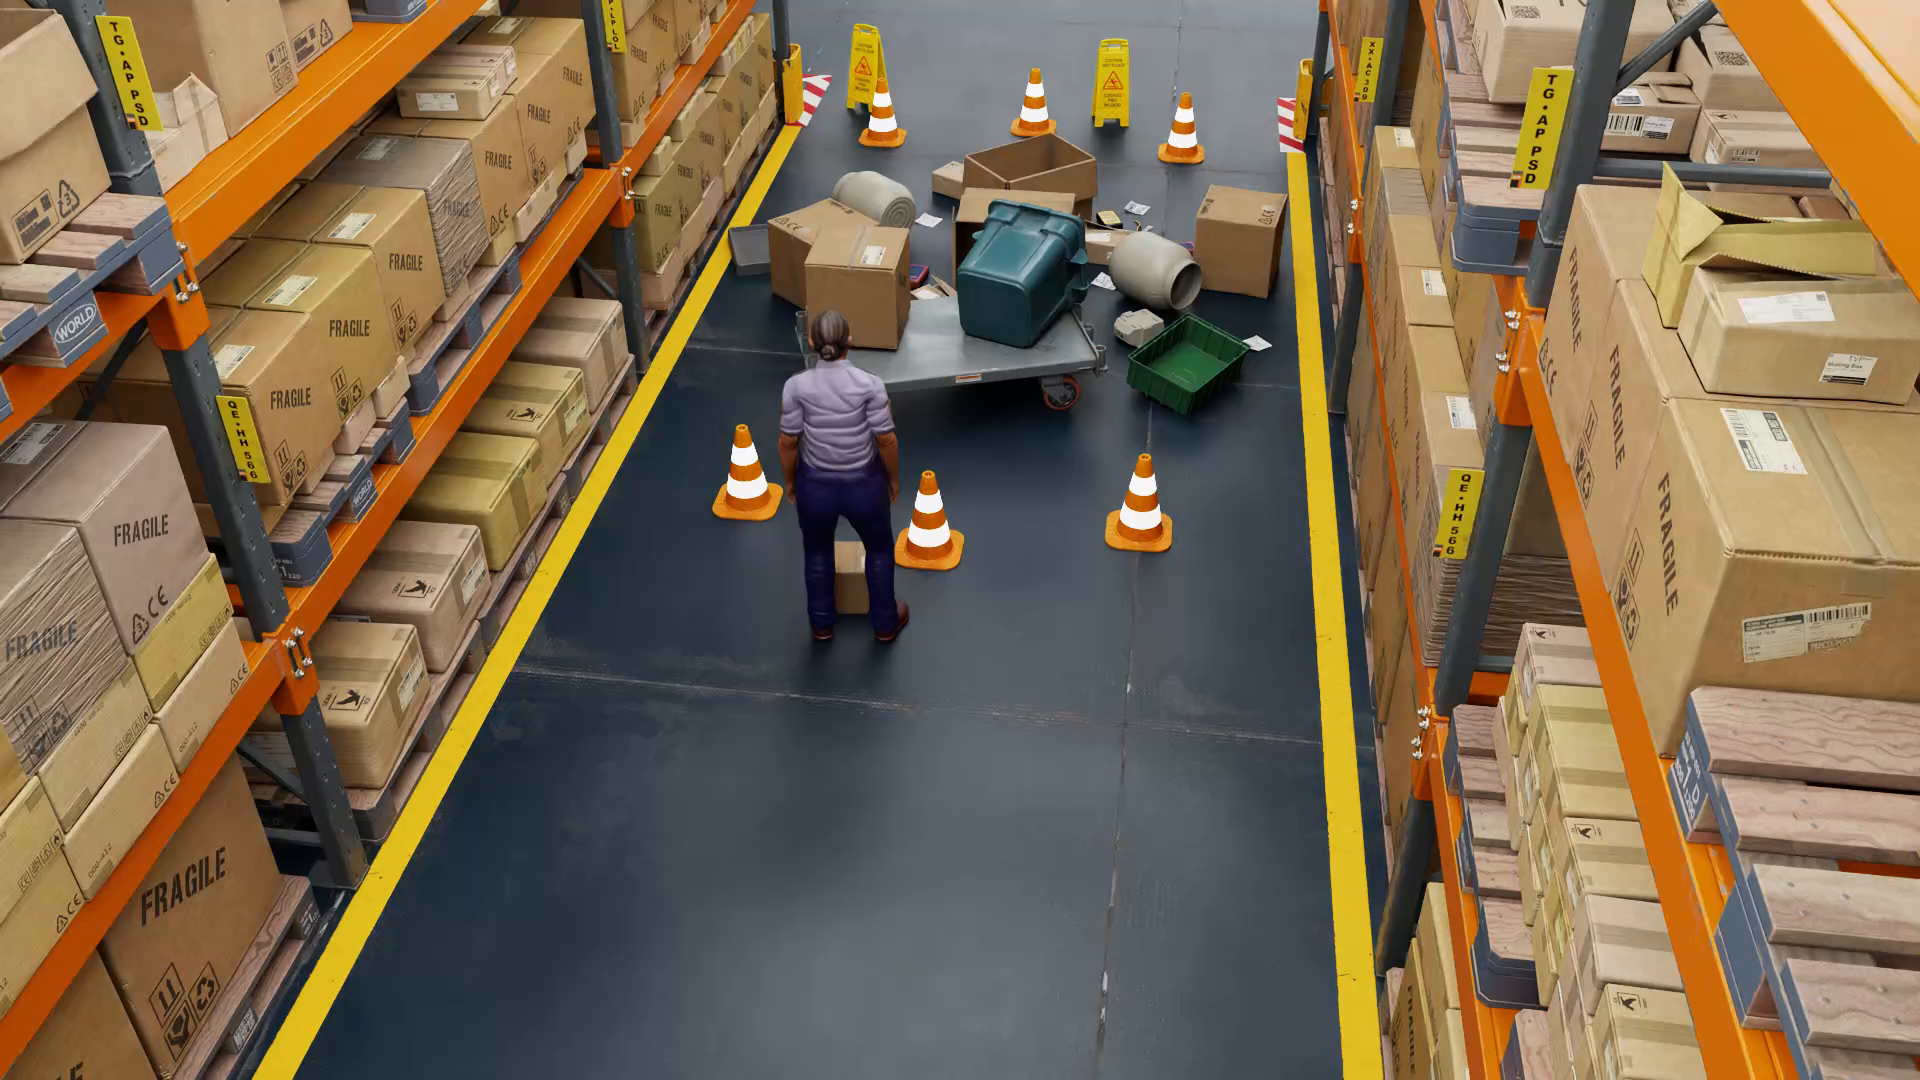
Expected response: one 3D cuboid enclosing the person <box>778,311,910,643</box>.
[{"bbox_3d":[-0.515,-0.255,7.392,0.547,1.650,0.341,1,36,1],"label":"person"}]
